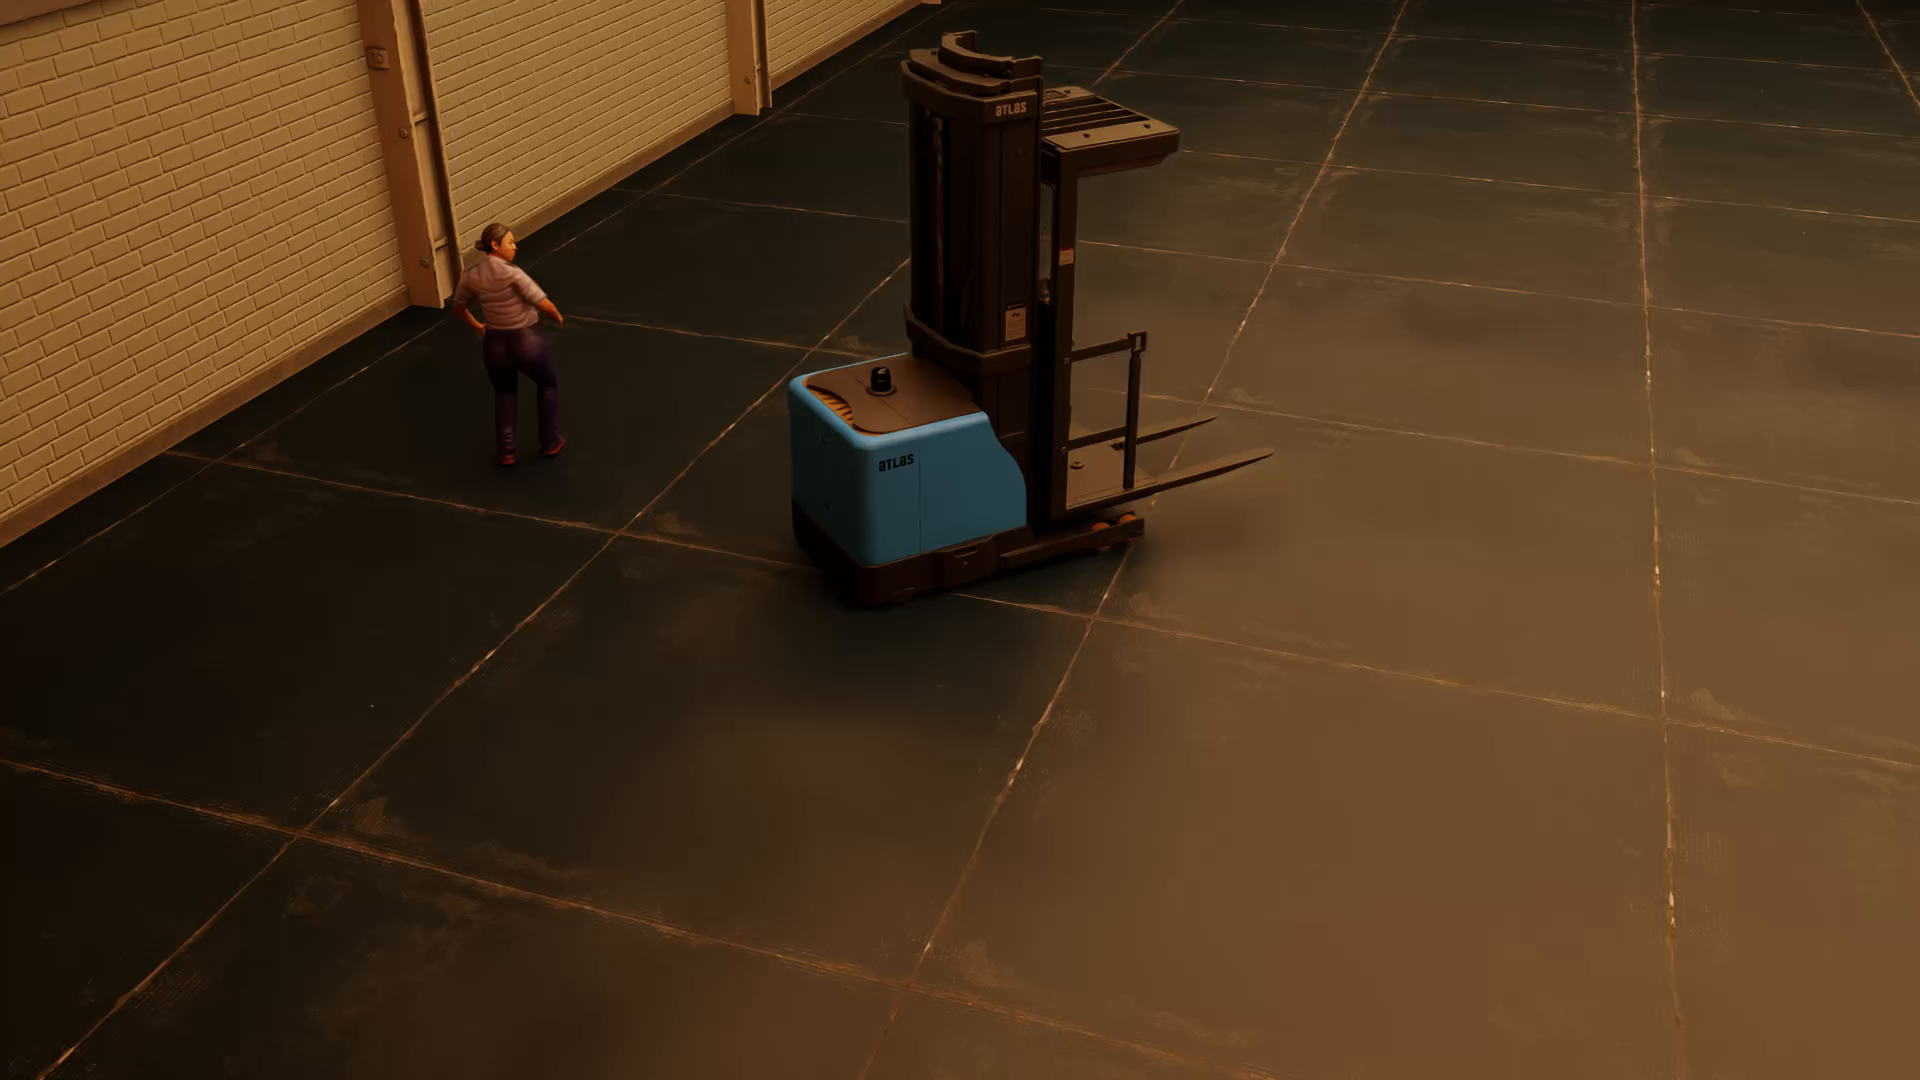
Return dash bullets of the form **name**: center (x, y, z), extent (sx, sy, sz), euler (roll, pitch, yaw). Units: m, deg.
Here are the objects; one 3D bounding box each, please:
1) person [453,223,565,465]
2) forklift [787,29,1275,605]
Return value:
- **person**: center (-2.886, -1.255, 10.714), extent (0.708, 1.602, 0.499), euler (4, 30, 7)
- **forklift**: center (0.531, -1.423, 9.633), extent (3.031, 2.935, 1.130), euler (-15, 33, -25)
